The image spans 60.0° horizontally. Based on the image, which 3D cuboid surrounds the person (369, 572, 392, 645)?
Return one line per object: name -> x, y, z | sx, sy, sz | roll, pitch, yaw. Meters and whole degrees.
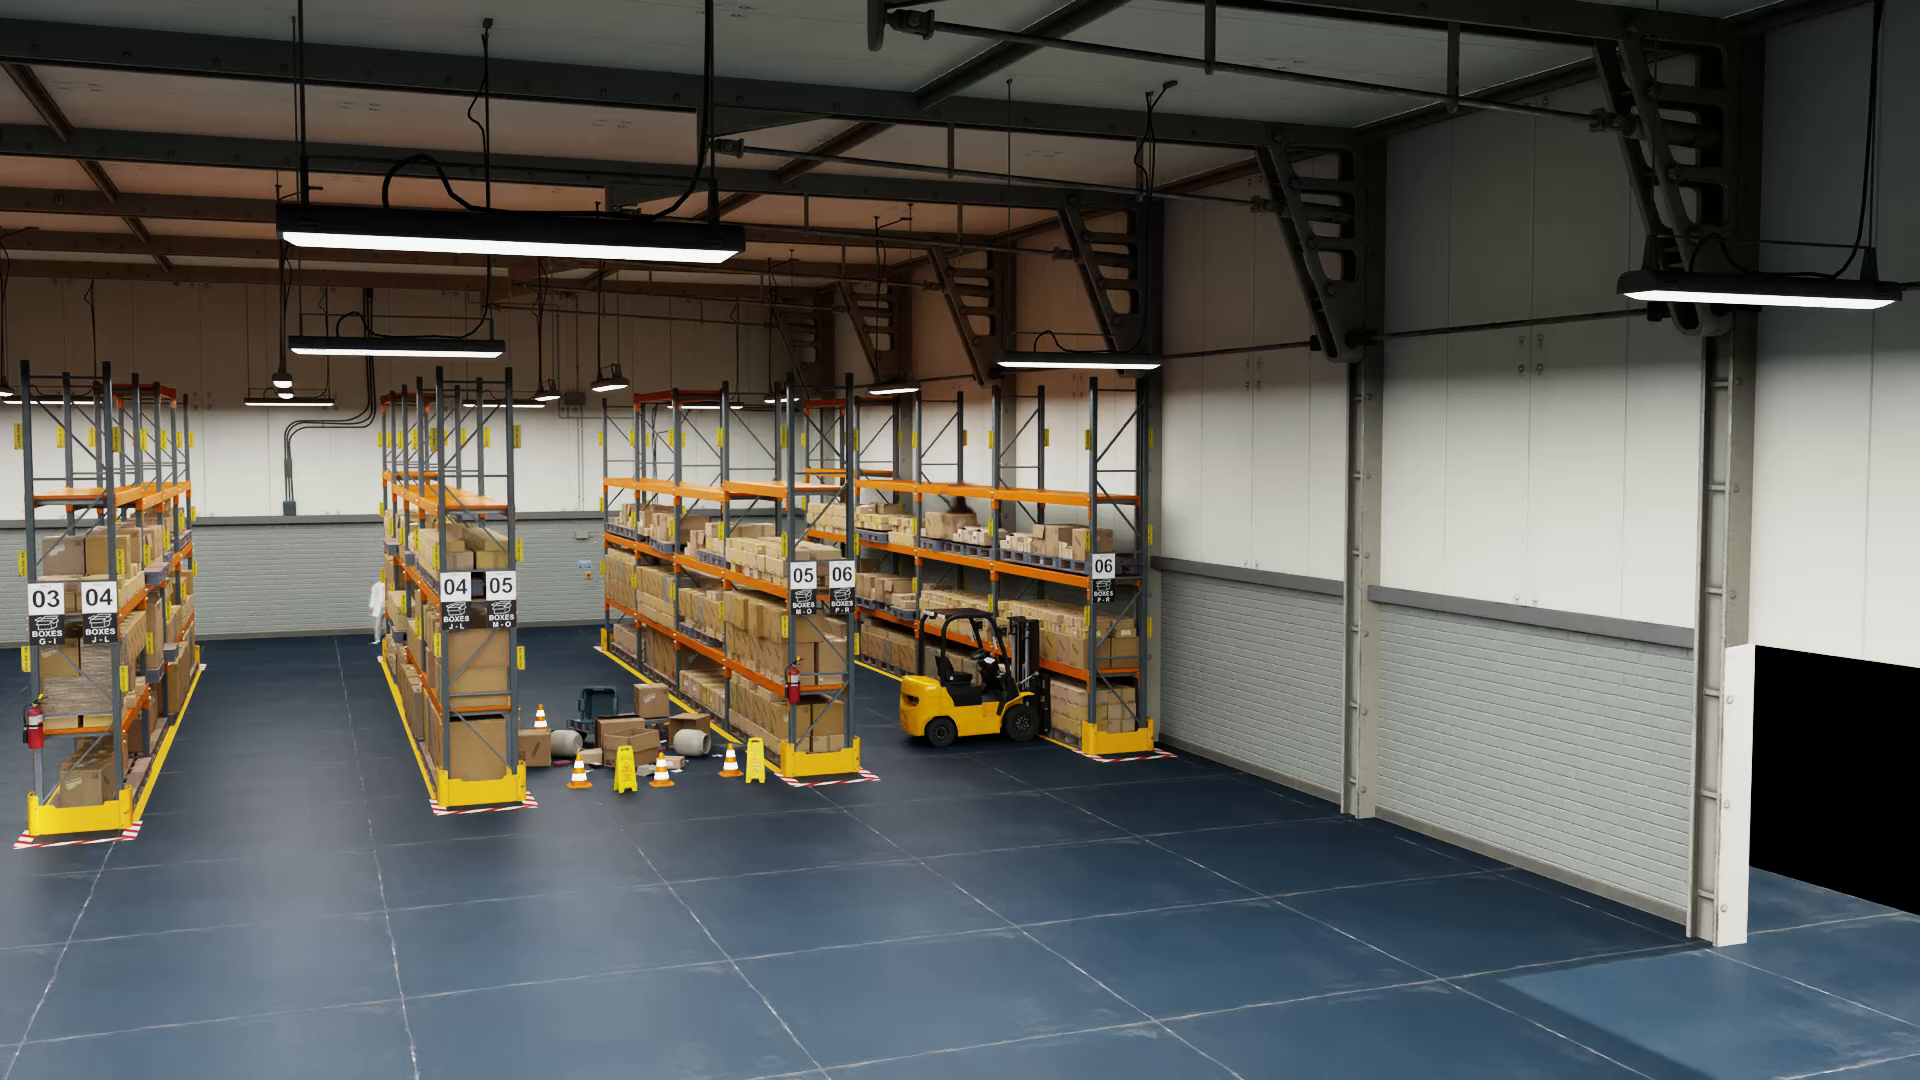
person -> -14.167, 1.669, 40.839 | 0.628, 1.786, 0.421 | -1, 4, -12
